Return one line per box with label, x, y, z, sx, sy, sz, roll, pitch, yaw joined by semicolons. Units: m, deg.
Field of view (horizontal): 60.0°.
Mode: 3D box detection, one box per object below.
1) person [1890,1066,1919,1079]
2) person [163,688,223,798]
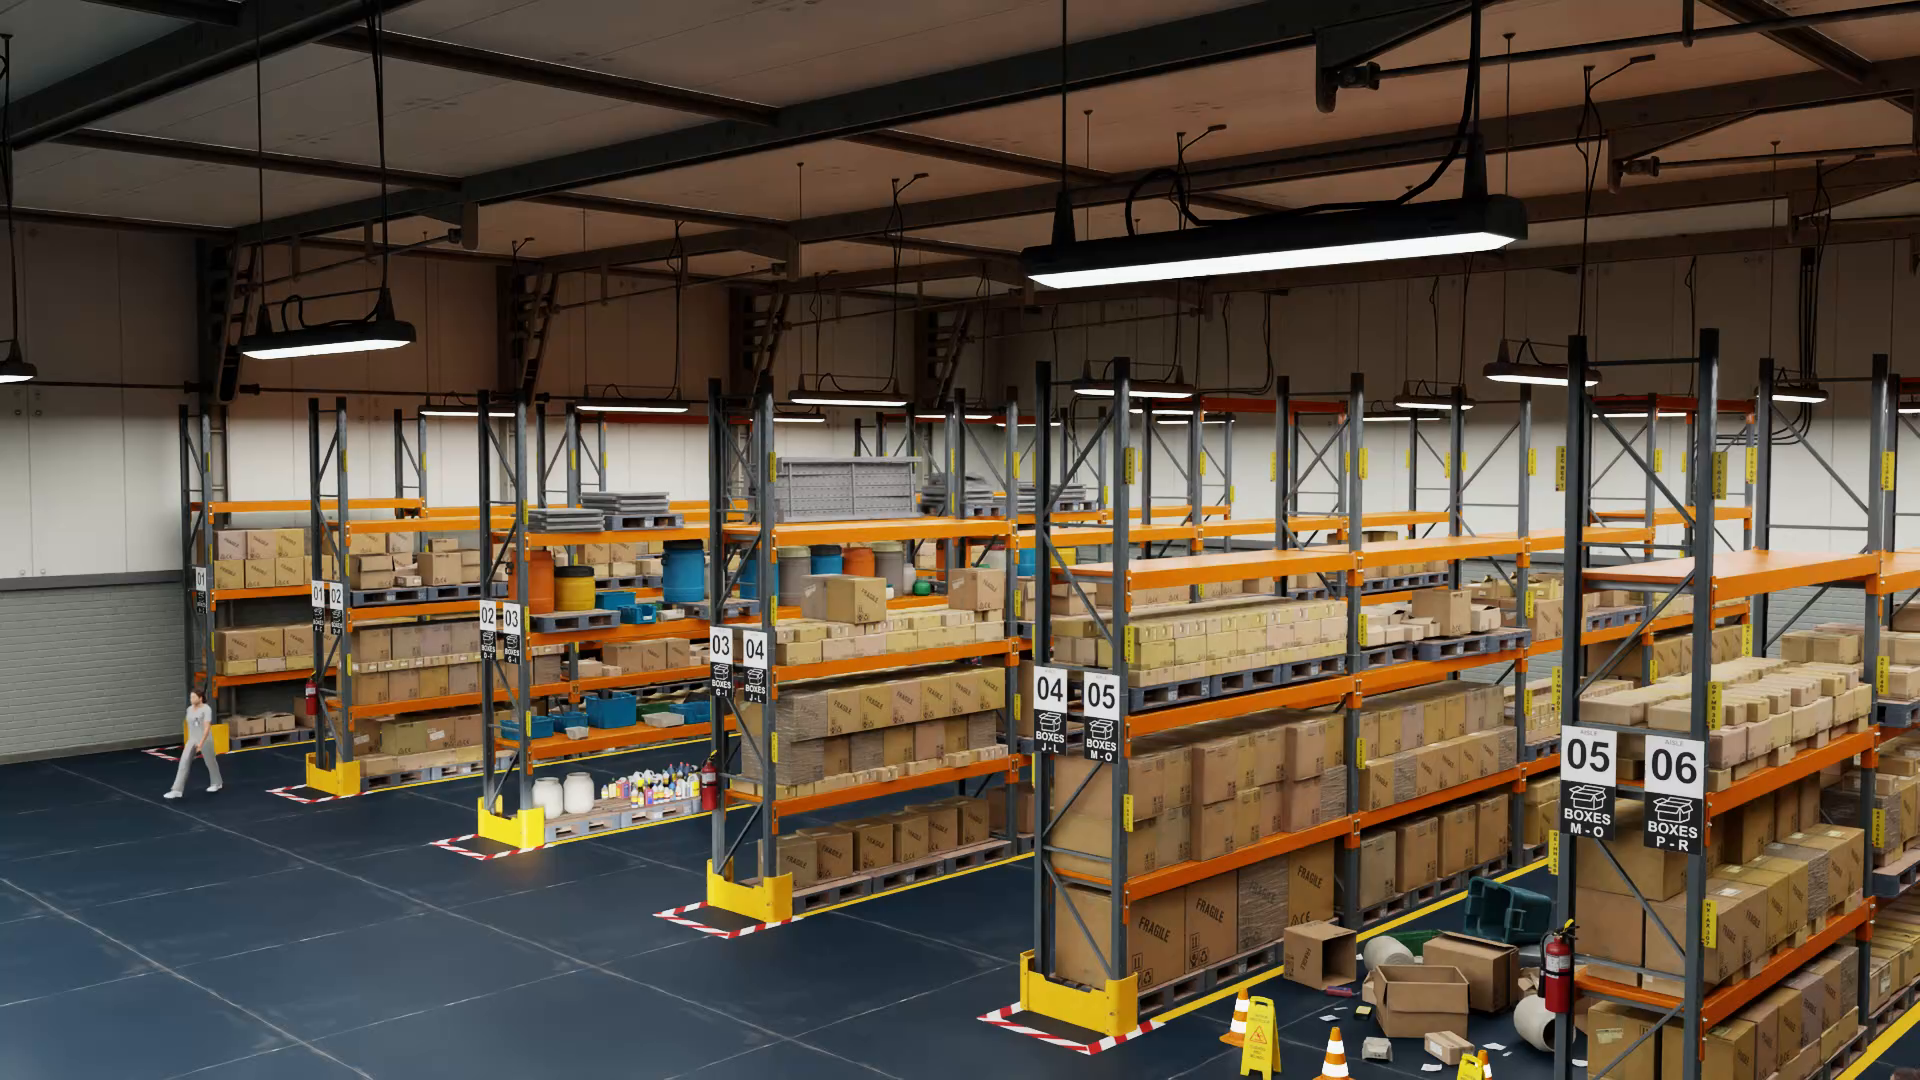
person;5.403;3.817;9.410;0.605;1.657;0.451;2;4;39
person;-11.433;3.016;24.884;0.477;1.615;1.009;0;3;8
